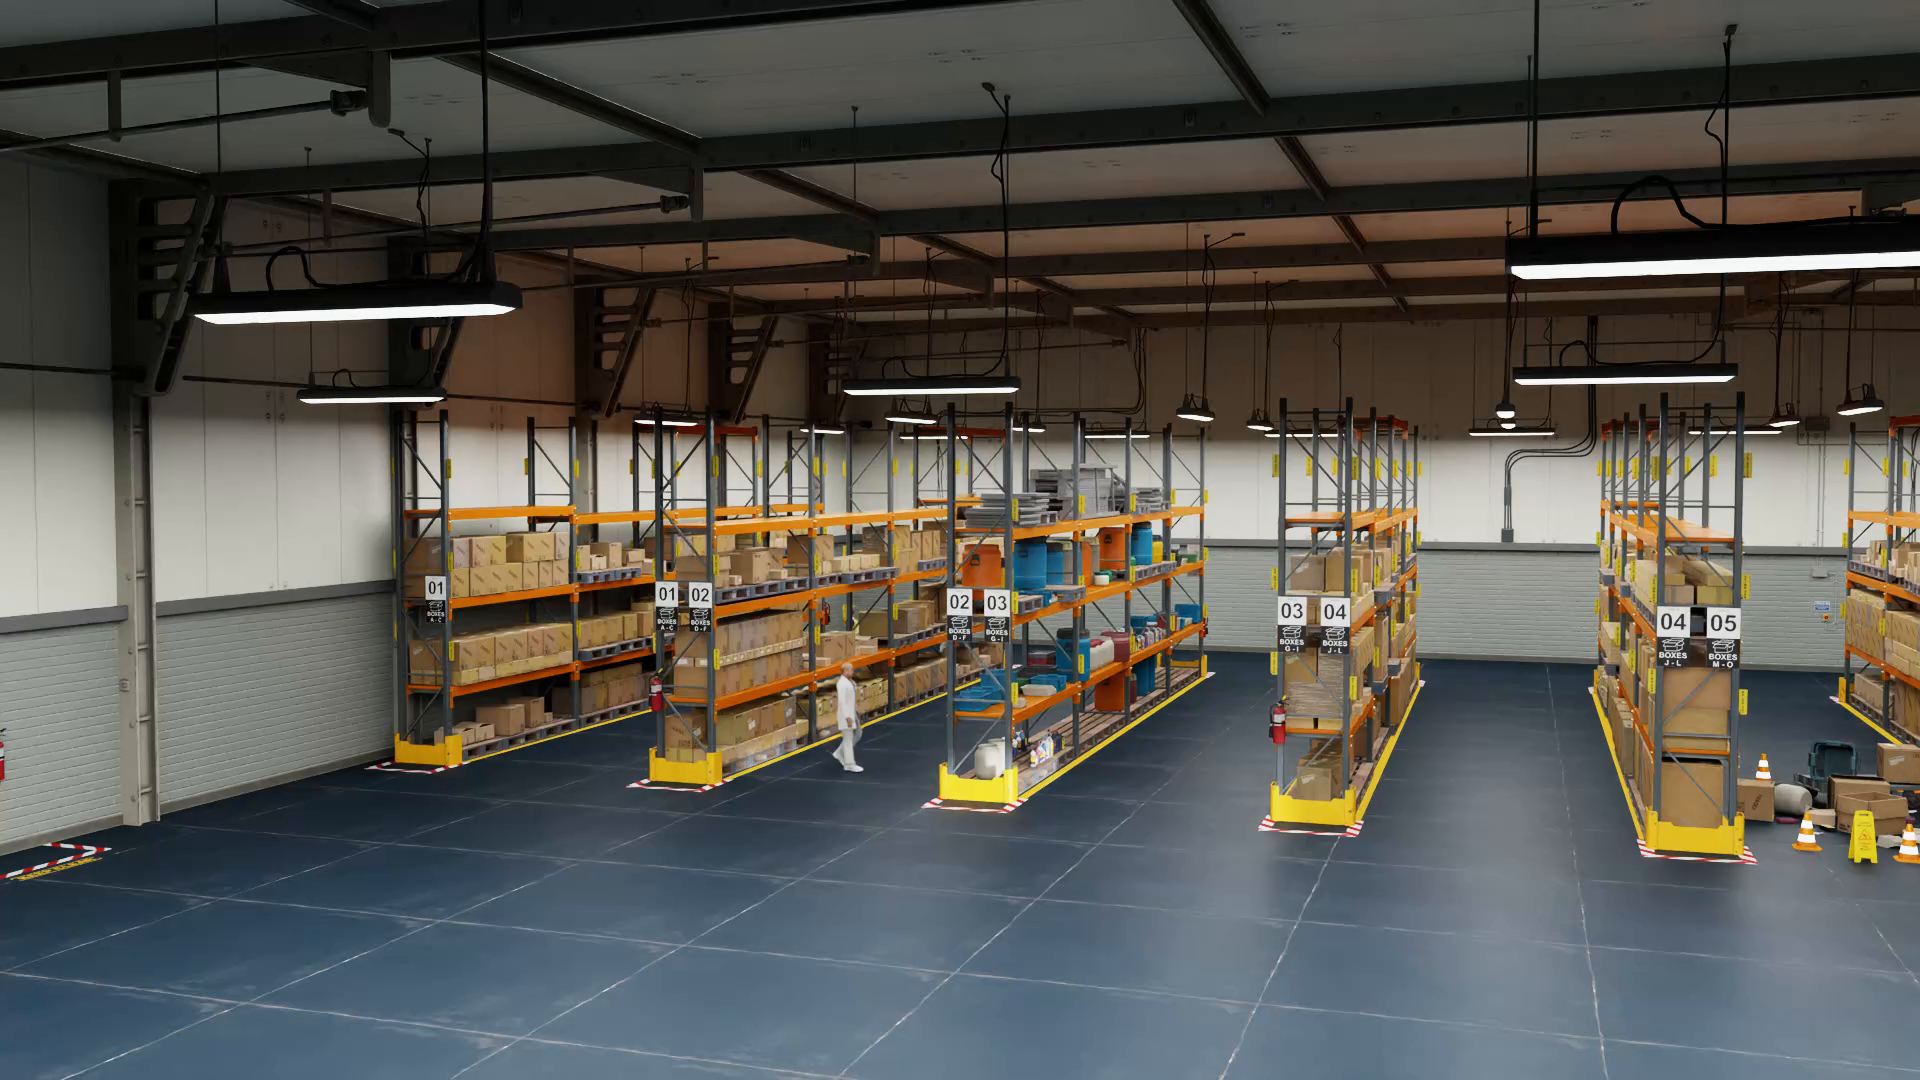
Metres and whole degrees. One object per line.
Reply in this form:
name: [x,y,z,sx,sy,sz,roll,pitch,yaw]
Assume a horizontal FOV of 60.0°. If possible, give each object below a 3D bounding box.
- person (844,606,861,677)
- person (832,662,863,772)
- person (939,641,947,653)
person: [-2.528,2.412,39.920,0.532,1.750,0.620,0,2,-6]
person: [-1.842,2.926,27.640,0.621,1.788,0.717,1,3,13]
person: [-0.503,2.230,44.025,0.523,1.724,1.052,1,3,27]
